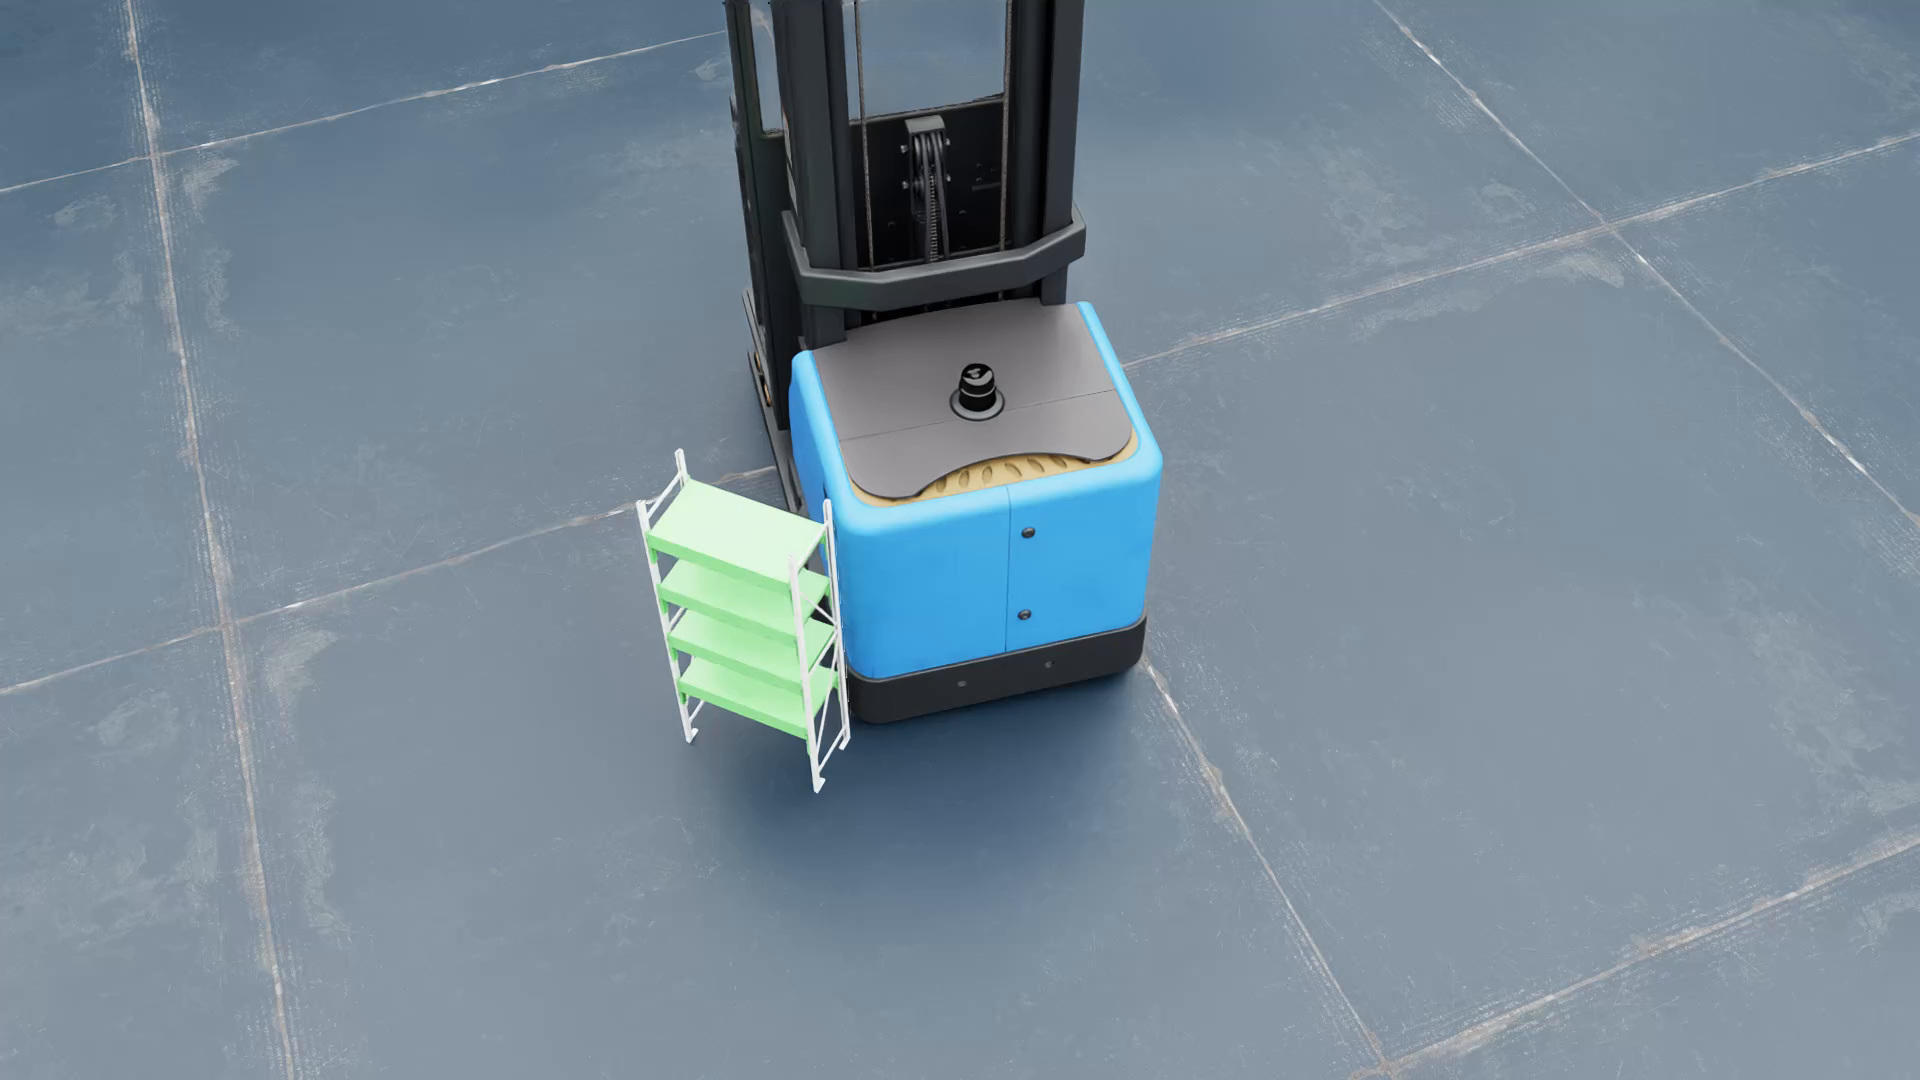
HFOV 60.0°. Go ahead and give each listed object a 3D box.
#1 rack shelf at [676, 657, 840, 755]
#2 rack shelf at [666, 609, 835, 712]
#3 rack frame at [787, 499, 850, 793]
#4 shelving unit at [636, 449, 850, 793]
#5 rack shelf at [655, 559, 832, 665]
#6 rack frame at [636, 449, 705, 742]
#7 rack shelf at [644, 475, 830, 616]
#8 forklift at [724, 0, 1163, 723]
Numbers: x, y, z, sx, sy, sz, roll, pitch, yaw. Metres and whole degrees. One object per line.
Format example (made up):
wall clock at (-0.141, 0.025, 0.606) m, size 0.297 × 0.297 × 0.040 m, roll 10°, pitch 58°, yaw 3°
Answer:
rack shelf at (-0.651, 0.485, 5.442) m, size 0.480 × 0.148 × 0.258 m, roll 19°, pitch 51°, yaw 15°
rack shelf at (-0.651, 0.327, 5.261) m, size 0.480 × 0.148 × 0.258 m, roll 19°, pitch 51°, yaw 15°
rack frame at (-0.428, 0.361, 5.148) m, size 0.015 × 1.200 × 0.240 m, roll 19°, pitch 51°, yaw 15°
shelving unit at (-0.650, 0.286, 5.212) m, size 0.503 × 1.200 × 0.258 m, roll 19°, pitch 51°, yaw 15°
rack shelf at (-0.650, 0.170, 5.080) m, size 0.480 × 0.148 × 0.258 m, roll 19°, pitch 51°, yaw 15°
rack frame at (-0.873, 0.210, 5.277) m, size 0.015 × 1.200 × 0.240 m, roll 19°, pitch 51°, yaw 15°
rack shelf at (-0.649, 0.012, 4.899) m, size 0.480 × 0.148 × 0.258 m, roll 19°, pitch 51°, yaw 15°
forklift at (-0.230, -1.482, 5.590) m, size 1.130 × 2.935 × 3.031 m, roll -11°, pitch 50°, yaw -10°
